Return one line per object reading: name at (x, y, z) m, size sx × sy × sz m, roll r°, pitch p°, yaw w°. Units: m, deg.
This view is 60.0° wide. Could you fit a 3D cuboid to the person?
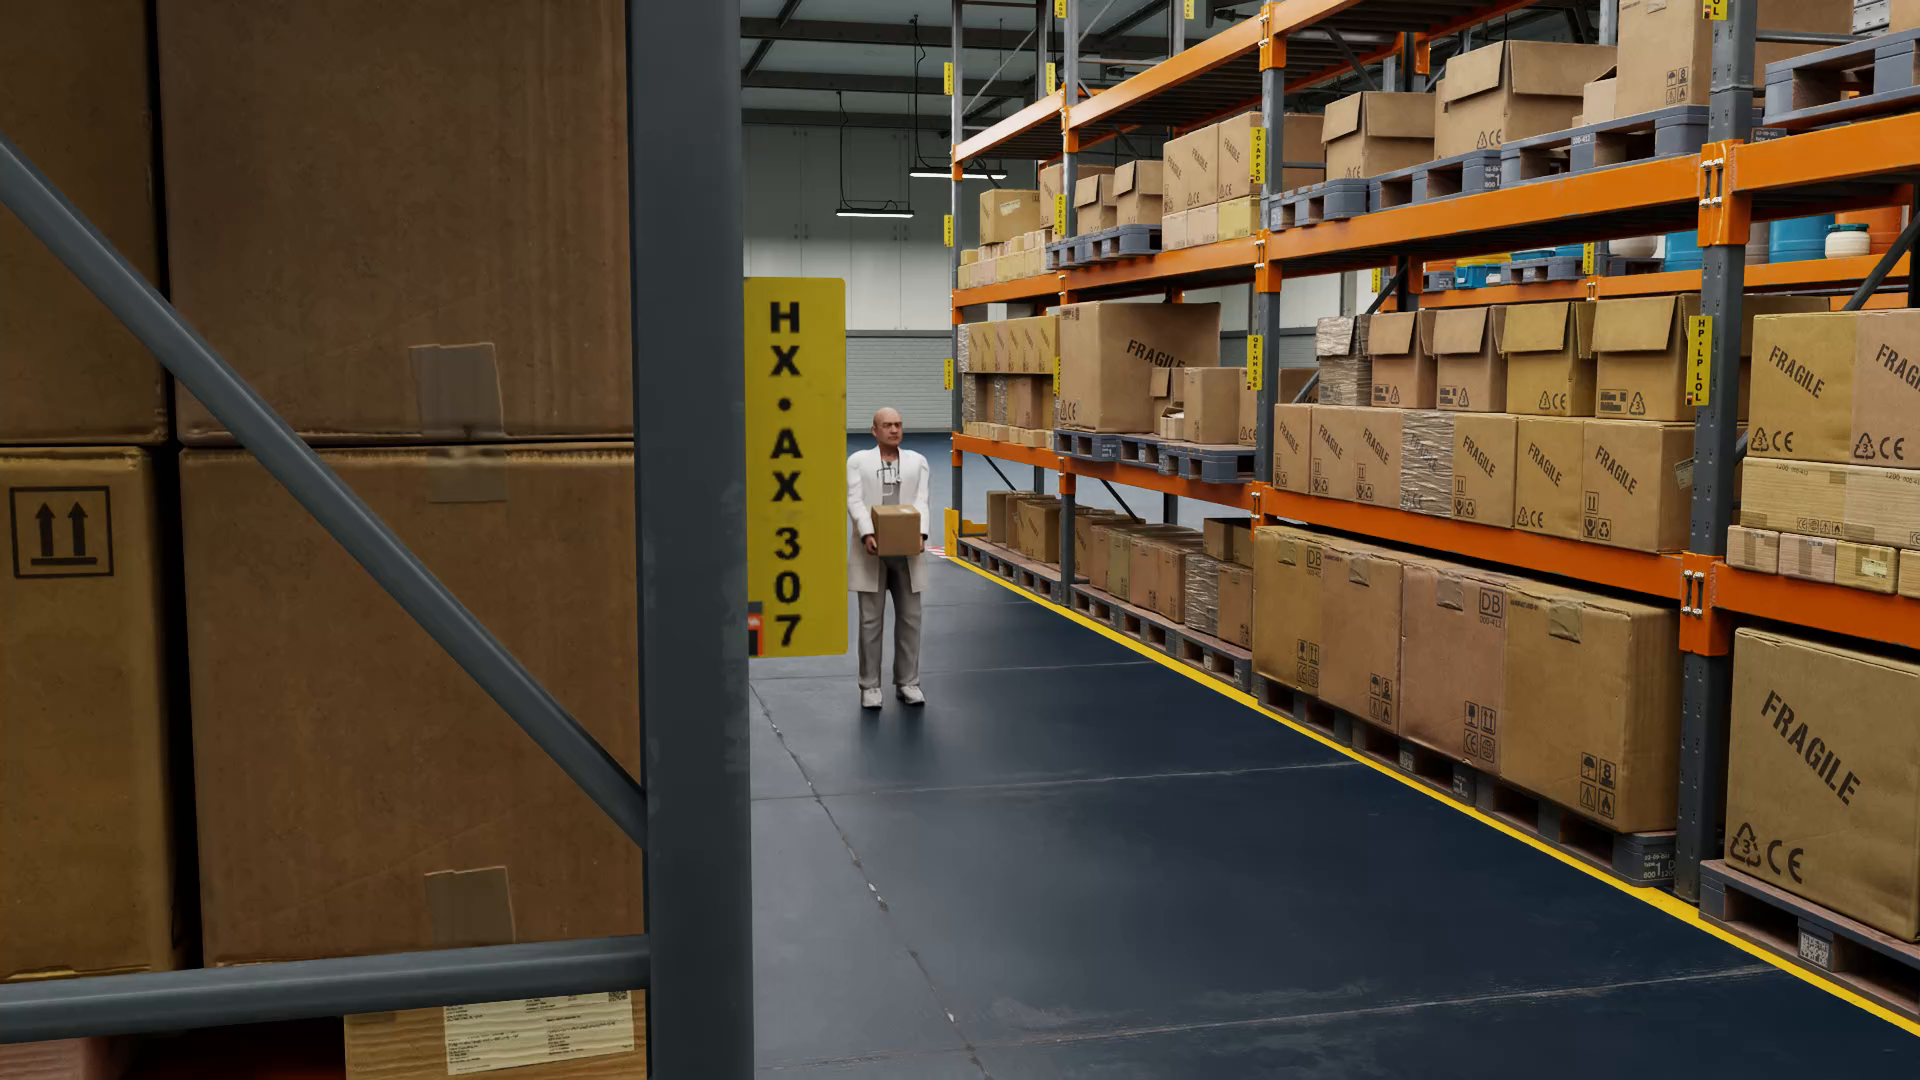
person at (-0.409, 0.105, 9.911) m, size 0.528 × 1.772 × 0.560 m, roll -1°, pitch 6°, yaw -13°
